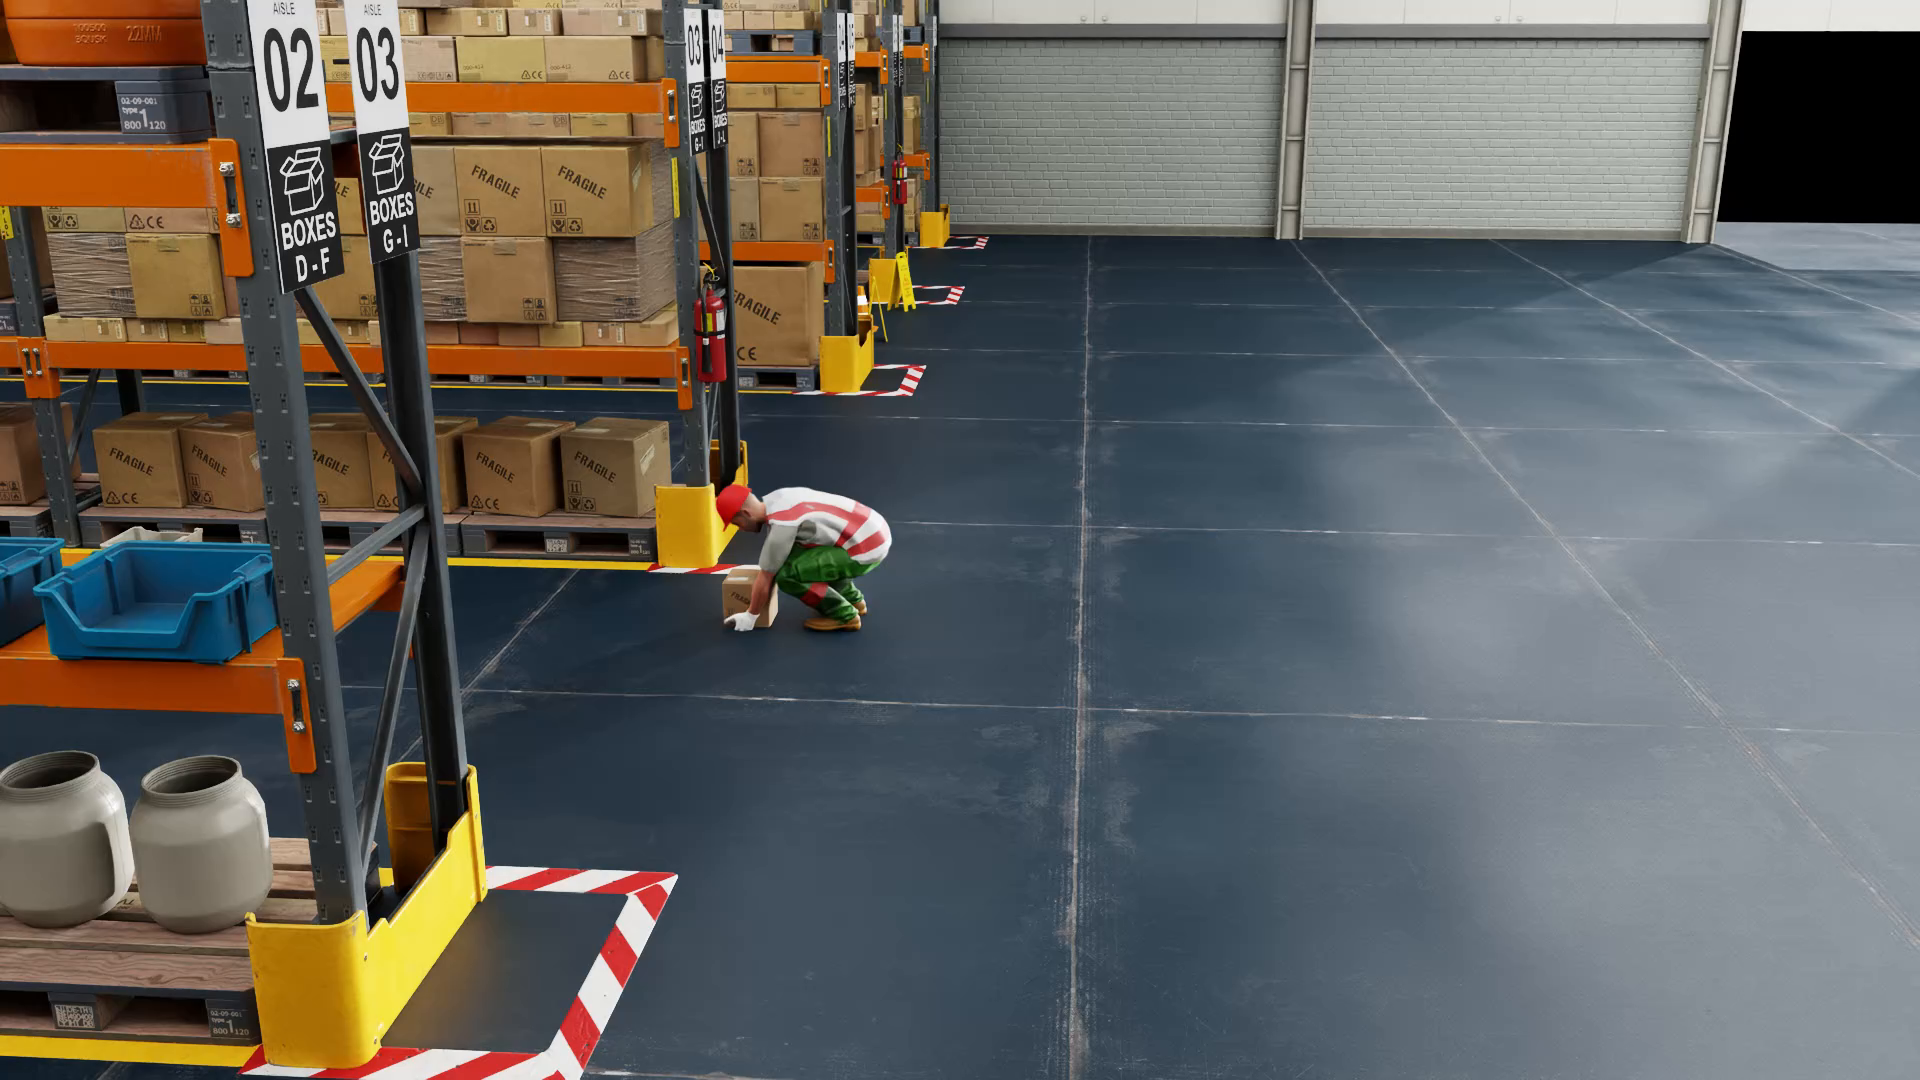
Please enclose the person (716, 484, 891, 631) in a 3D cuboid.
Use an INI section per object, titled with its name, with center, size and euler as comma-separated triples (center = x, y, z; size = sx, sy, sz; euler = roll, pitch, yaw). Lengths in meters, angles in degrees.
[person]
center = -0.837, 0.112, 8.991
size = 0.929, 0.866, 0.542
euler = 1, 17, 3
